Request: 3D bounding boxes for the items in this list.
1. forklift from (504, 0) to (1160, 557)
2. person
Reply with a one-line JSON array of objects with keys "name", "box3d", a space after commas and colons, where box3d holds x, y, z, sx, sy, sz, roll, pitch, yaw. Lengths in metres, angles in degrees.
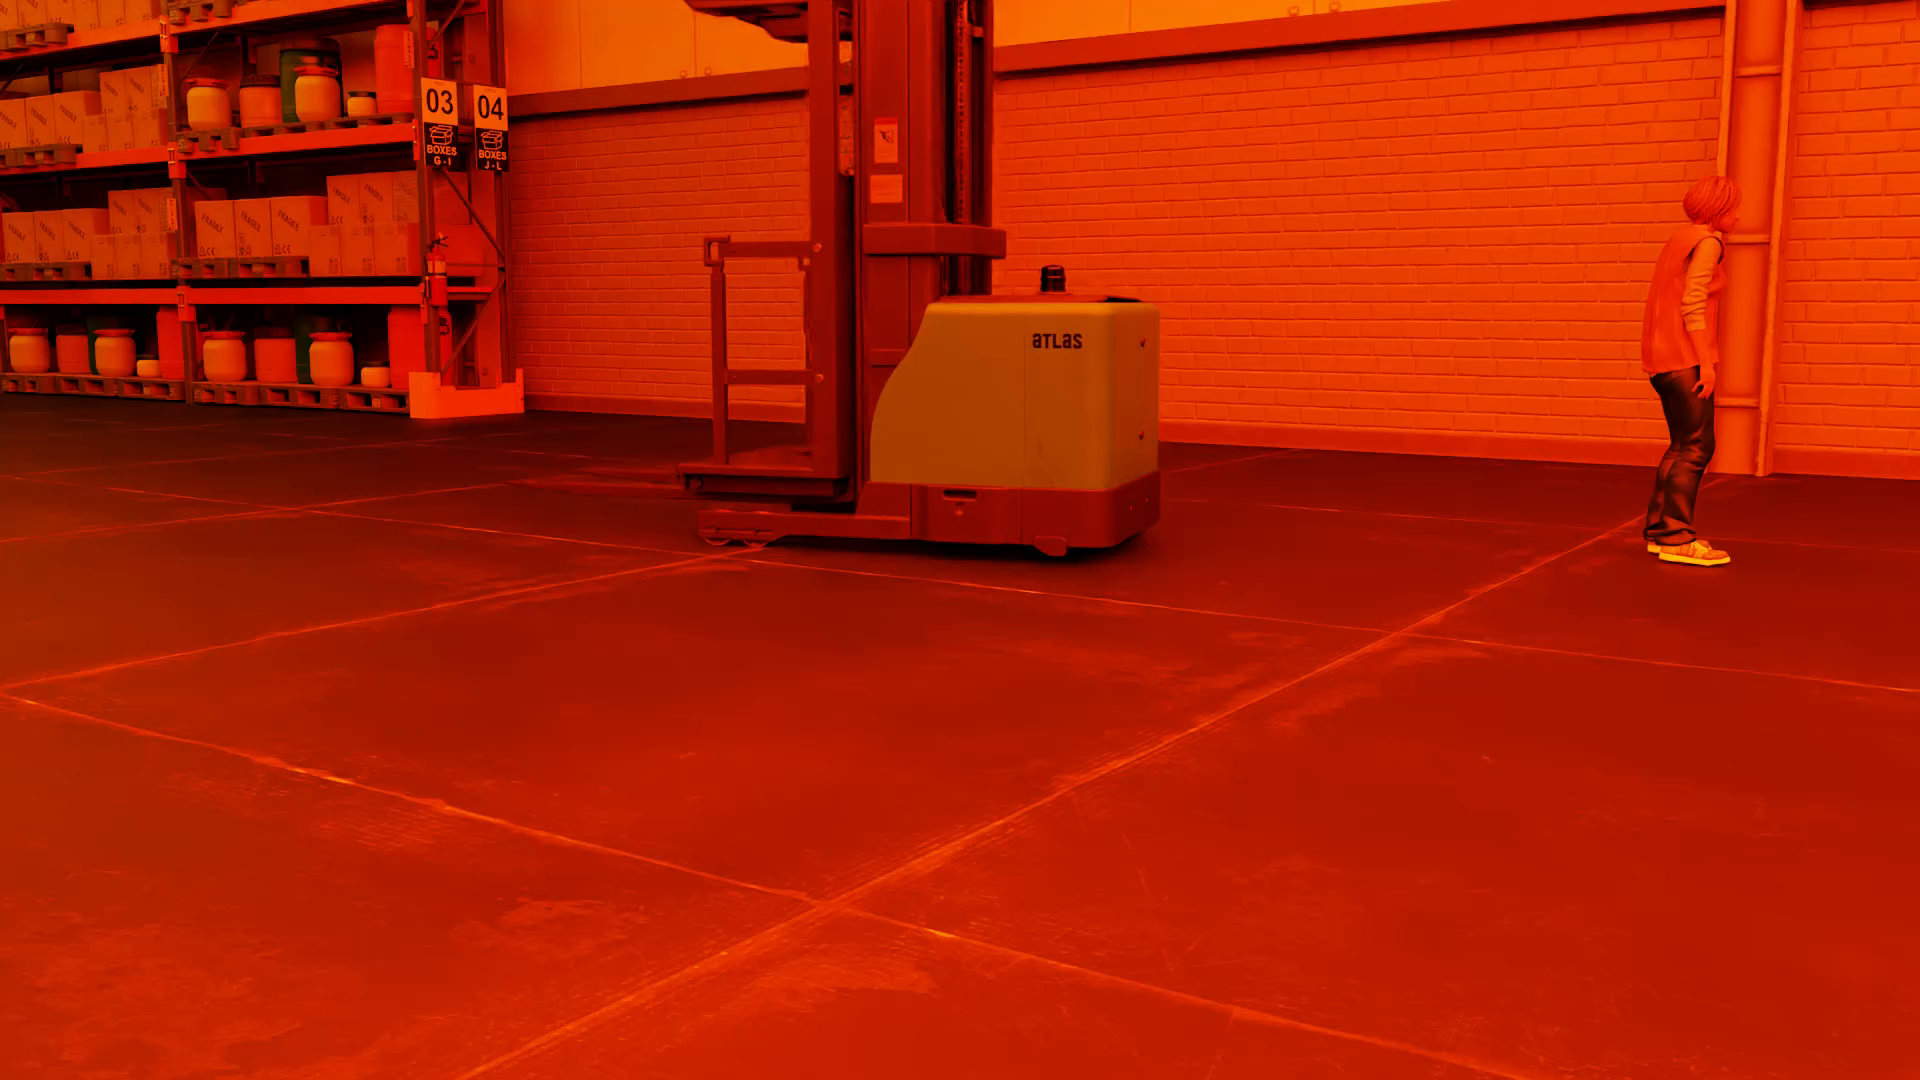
[{"name": "forklift", "box3d": [-0.648, -1.482, 7.612, 3.031, 2.935, 1.130, 3, 9, 19]}, {"name": "person", "box3d": [3.039, -0.709, 6.943, 0.348, 1.592, 0.466, 1, 8, 10]}]
